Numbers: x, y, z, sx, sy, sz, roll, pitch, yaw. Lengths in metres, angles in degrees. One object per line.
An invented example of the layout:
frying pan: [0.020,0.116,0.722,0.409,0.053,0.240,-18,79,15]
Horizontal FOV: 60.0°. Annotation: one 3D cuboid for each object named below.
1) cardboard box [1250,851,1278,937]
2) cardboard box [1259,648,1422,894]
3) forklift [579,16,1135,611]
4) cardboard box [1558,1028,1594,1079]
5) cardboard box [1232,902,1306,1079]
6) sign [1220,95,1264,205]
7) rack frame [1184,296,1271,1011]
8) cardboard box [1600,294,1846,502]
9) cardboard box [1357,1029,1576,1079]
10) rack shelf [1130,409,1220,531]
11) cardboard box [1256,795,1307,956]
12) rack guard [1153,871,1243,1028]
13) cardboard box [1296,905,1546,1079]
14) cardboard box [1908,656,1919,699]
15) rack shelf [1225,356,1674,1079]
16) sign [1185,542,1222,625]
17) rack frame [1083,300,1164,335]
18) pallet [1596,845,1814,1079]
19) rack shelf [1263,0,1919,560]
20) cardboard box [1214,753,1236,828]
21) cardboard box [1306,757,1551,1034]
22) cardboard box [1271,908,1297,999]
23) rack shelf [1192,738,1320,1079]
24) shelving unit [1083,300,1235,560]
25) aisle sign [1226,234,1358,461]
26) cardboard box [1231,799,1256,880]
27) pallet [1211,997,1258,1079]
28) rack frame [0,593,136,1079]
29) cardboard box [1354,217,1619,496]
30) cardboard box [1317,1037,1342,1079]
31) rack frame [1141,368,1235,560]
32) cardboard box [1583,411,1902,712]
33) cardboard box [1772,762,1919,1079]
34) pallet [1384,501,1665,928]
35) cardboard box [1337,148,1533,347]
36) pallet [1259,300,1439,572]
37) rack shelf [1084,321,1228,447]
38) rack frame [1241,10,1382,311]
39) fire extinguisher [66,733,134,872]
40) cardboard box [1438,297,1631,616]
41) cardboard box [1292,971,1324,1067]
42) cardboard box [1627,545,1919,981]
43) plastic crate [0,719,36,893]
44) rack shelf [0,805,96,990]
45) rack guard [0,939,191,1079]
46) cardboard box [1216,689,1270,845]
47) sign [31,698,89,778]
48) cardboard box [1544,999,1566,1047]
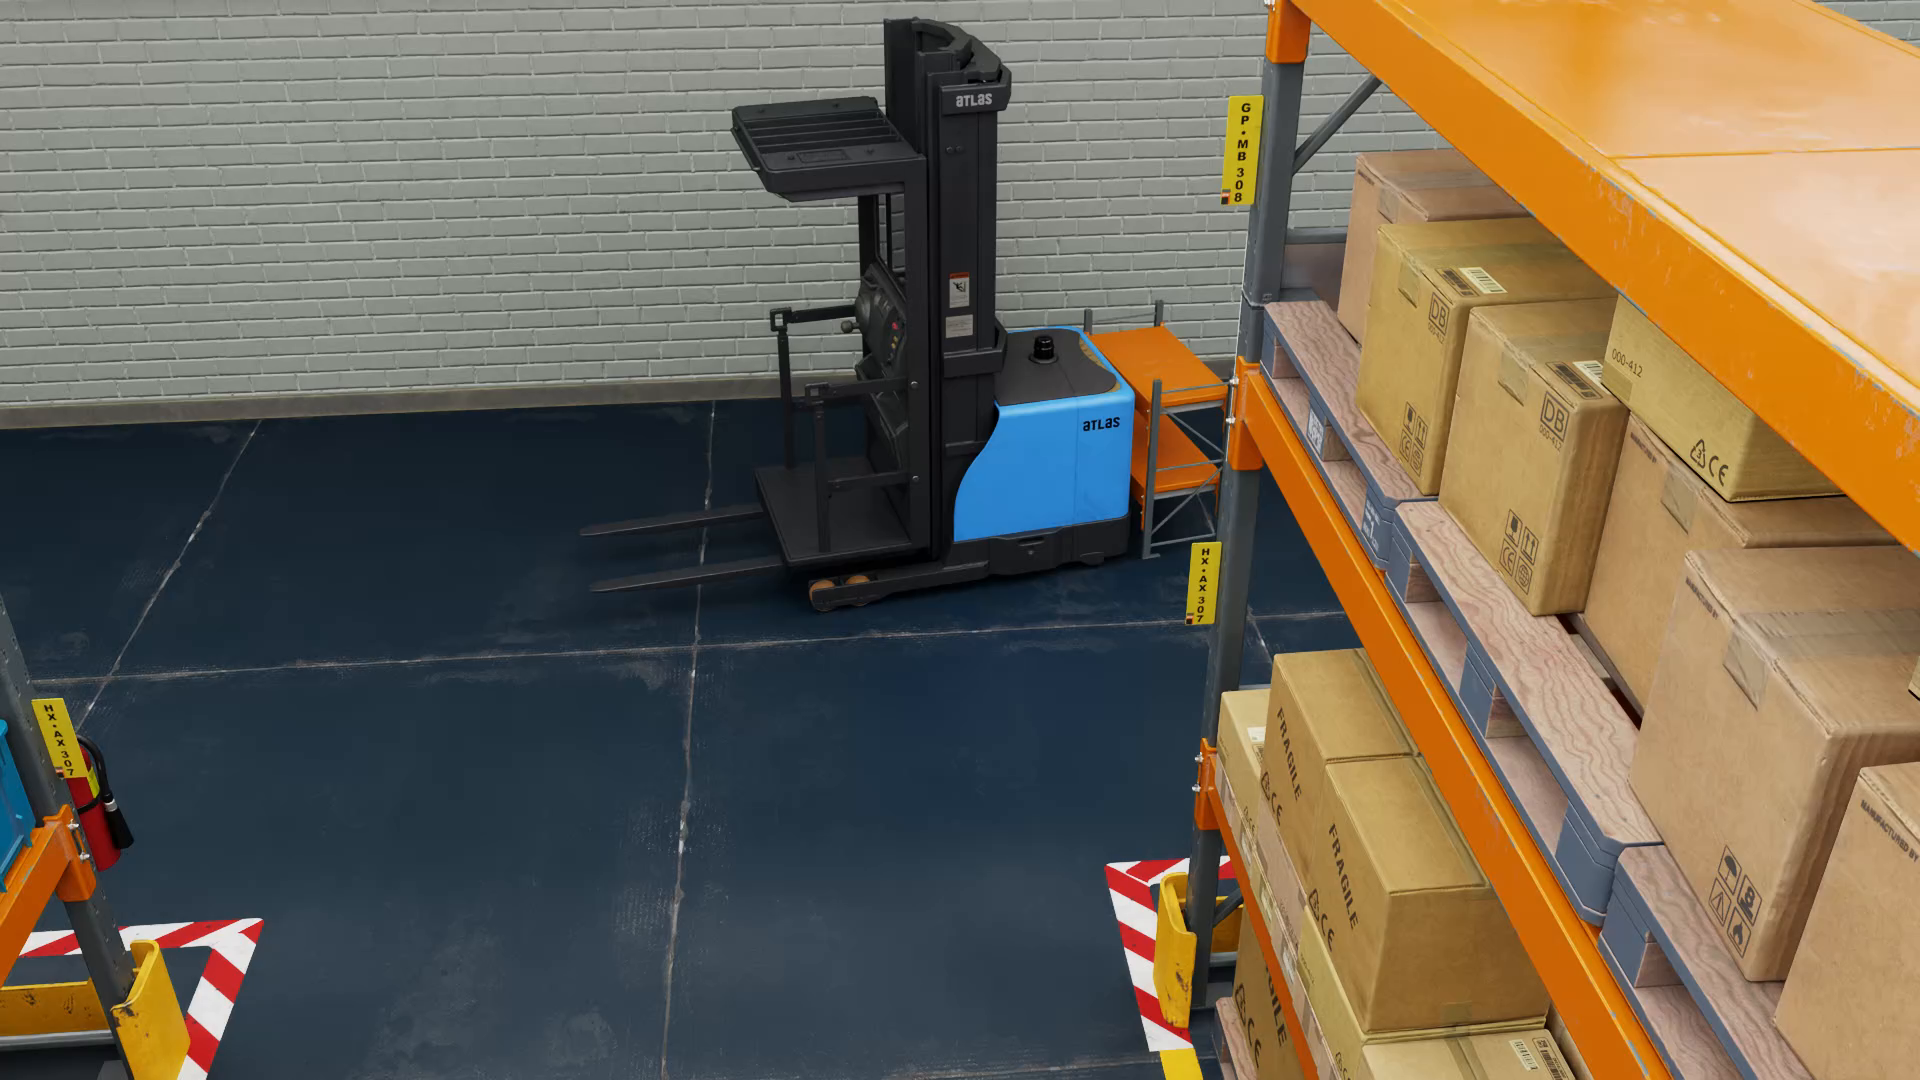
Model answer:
cardboard box: [1.135,1.098,5.232,0.380,0.149,0.250,-3,31,-6]
cardboard box: [1.203,0.660,4.846,0.500,0.500,0.500,-3,31,-6]
forklift: [-0.607,-1.170,8.851,3.031,2.935,1.130,-8,32,-14]
cardboard box: [1.837,1.488,4.191,0.500,0.250,0.500,-3,31,-4]
cardboard box: [1.520,1.586,5.832,0.875,0.875,0.875,-3,31,-5]
sign: [0.827,-1.142,4.882,0.100,0.325,0.005,-3,31,-5]
rack frame: [1.380,0.532,5.935,1.000,3.000,0.127,-3,31,-5]
cardboard box: [1.559,-0.312,3.087,0.500,0.250,0.500,-4,31,-6]
cardboard box: [1.309,1.514,4.146,0.500,0.250,0.500,-3,31,-6]
rack shelf: [1.131,-0.455,9.891,0.538,0.278,1.000,-9,32,-15]
cardboard box: [1.212,0.991,5.022,0.500,0.250,0.500,-3,31,-5]
rack guard: [1.378,1.592,6.597,1.175,0.500,0.348,-3,31,-5]
cardboard box: [1.255,1.248,4.592,0.500,0.250,0.500,-4,31,-6]
cardboard box: [1.673,0.217,2.200,0.500,0.250,0.500,-5,31,-8]
rack shelf: [1.567,0.574,3.641,1.077,0.370,4.000,-3,31,-5]
sign: [0.827,0.149,5.654,0.100,0.325,0.005,-3,31,-5]
rack frame: [0.977,-0.913,10.181,0.500,1.125,0.032,-9,32,-15]
pallet: [1.688,0.906,2.470,1.003,0.211,1.213,-3,31,-5]
rack shelf: [1.567,-0.542,2.974,1.077,0.370,4.000,-3,31,-5]
cardboard box: [1.085,0.837,5.670,0.380,0.149,0.250,-2,31,-4]
cardboard box: [1.258,0.924,4.404,0.500,0.500,0.500,-4,31,-6]
cardboard box: [1.160,1.231,5.009,0.380,0.149,0.250,-3,31,-5]
rack shelf: [1.567,1.862,4.410,1.077,0.370,4.000,-3,31,-5]
shelving unit: [1.131,-0.665,9.765,0.538,1.125,1.048,-9,32,-15]
aisle sign: [1.075,-0.607,5.306,0.394,0.787,0.004,-3,31,-5]
cardboard box: [1.110,0.967,5.451,0.380,0.149,0.250,-3,31,-5]
pallet: [1.533,2.133,5.973,1.003,0.211,1.213,-3,31,-5]
rack frame: [-3.551,0.769,5.538,1.000,3.000,0.127,-3,31,-5]
cardboard box: [1.415,-0.466,4.076,0.700,0.500,0.500,-4,31,-6]
cardboard box: [1.208,1.493,4.571,0.380,0.149,0.250,-3,31,-5]
rack frame: [1.286,-0.417,9.350,0.500,1.125,0.032,-9,32,-15]
cardboard box: [1.668,0.075,3.170,0.700,0.500,0.500,-1,31,-2]
cardboard box: [1.621,0.623,2.252,0.700,0.500,0.500,-5,31,-8]
pallet: [1.577,0.284,3.510,1.003,0.211,1.213,-3,31,-5]
cardboard box: [1.482,-0.759,4.567,0.700,0.500,0.500,-5,31,-8]
pallet: [1.460,-0.340,4.556,1.003,0.211,1.213,-3,31,-5]
rack shelf: [1.132,-0.916,9.615,0.538,0.278,1.000,-9,32,-15]
rack frame: [1.380,-2.044,4.397,1.000,3.000,0.127,-3,31,-5]
fire extinguisher: [-3.113,0.863,5.819,0.296,0.674,0.183,-3,31,-5]
cardboard box: [1.511,-0.205,3.638,0.700,0.500,0.500,-5,31,-8]
cardboard box: [1.183,1.361,4.792,0.380,0.149,0.250,-3,31,-6]
cardboard box: [1.575,0.348,2.712,0.700,0.500,0.500,-1,31,-2]
plastic crate: [-3.334,0.890,5.242,0.616,0.435,0.499,-3,31,-5]
rack shelf: [-3.364,2.099,4.013,1.077,0.370,4.000,-3,31,-5]
rack guard: [-3.566,1.830,6.199,1.175,0.500,0.348,-3,31,-5]
cardboard box: [1.156,0.726,5.466,0.500,0.250,0.500,-4,31,-6]
sign: [-3.005,0.664,5.554,0.100,0.325,0.005,-3,31,-5]
cardboard box: [1.785,1.222,4.636,0.500,0.250,0.500,-4,31,-6]
